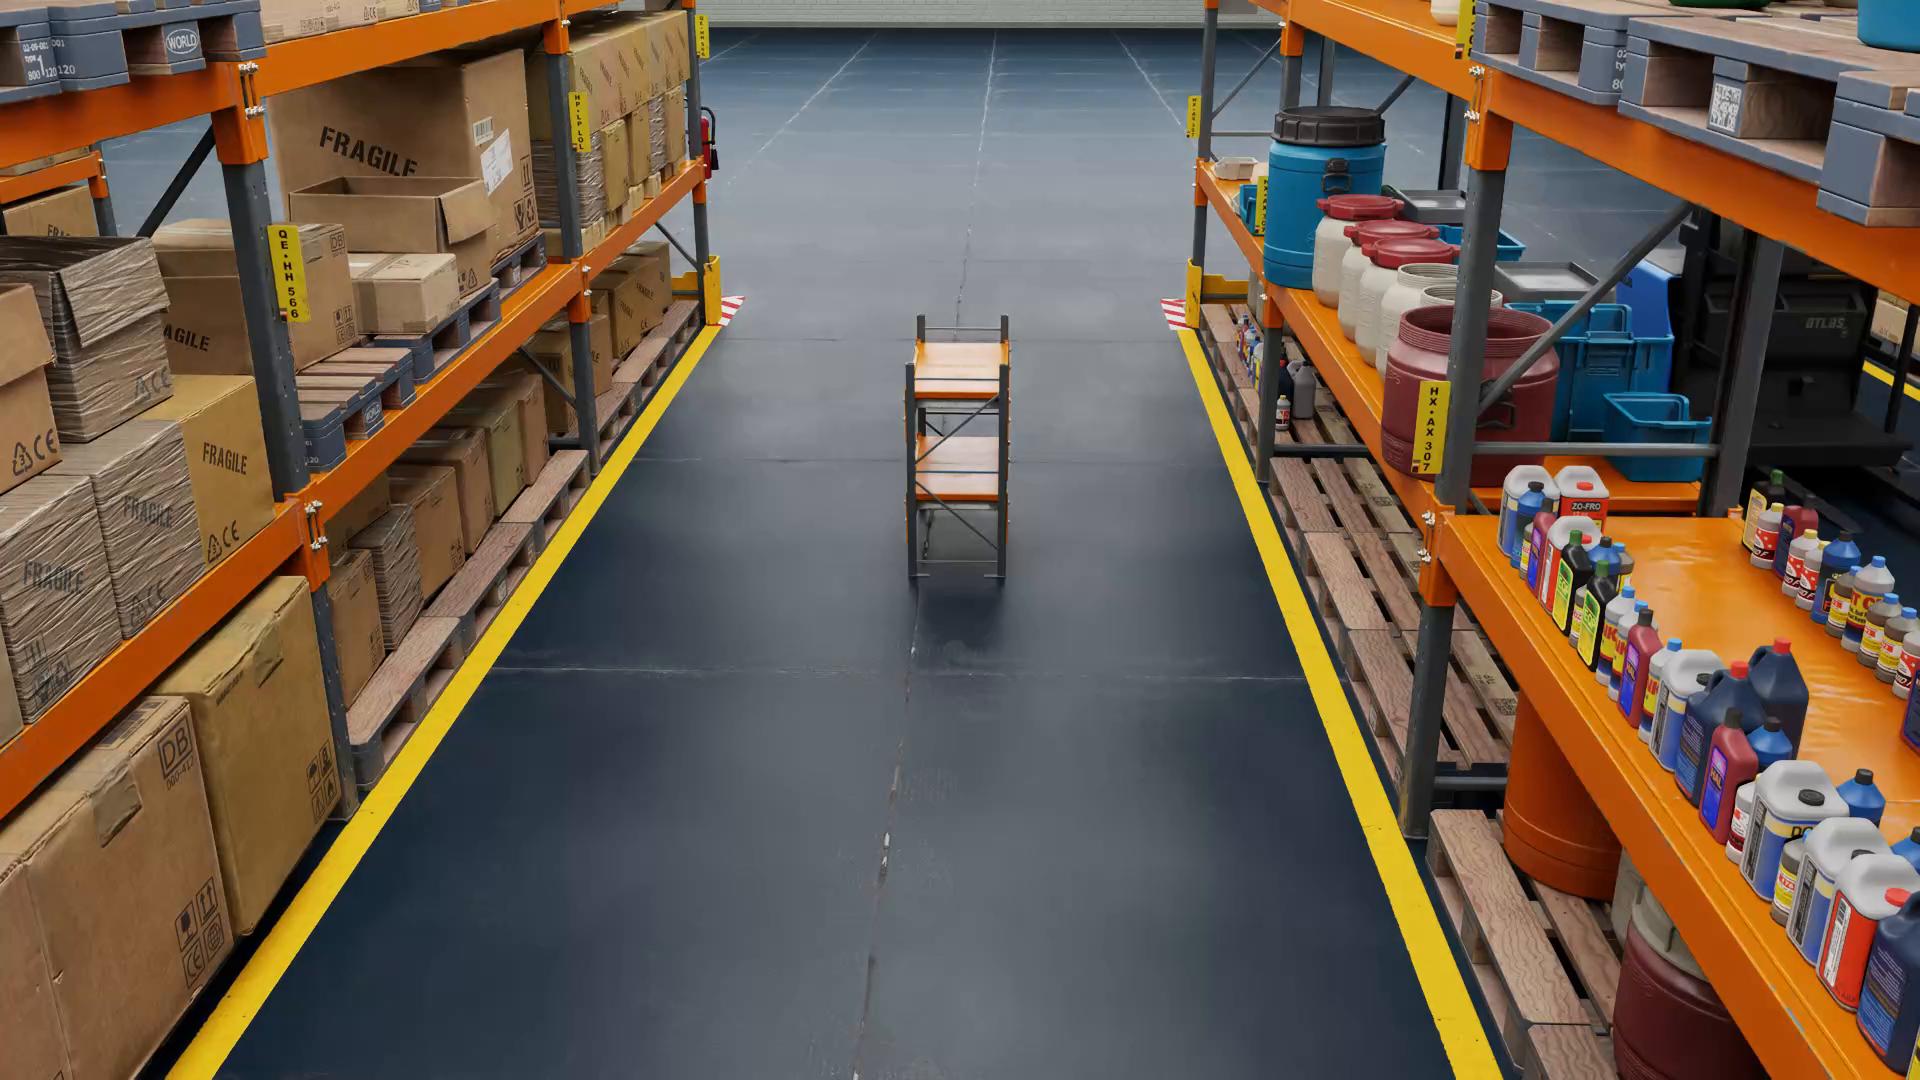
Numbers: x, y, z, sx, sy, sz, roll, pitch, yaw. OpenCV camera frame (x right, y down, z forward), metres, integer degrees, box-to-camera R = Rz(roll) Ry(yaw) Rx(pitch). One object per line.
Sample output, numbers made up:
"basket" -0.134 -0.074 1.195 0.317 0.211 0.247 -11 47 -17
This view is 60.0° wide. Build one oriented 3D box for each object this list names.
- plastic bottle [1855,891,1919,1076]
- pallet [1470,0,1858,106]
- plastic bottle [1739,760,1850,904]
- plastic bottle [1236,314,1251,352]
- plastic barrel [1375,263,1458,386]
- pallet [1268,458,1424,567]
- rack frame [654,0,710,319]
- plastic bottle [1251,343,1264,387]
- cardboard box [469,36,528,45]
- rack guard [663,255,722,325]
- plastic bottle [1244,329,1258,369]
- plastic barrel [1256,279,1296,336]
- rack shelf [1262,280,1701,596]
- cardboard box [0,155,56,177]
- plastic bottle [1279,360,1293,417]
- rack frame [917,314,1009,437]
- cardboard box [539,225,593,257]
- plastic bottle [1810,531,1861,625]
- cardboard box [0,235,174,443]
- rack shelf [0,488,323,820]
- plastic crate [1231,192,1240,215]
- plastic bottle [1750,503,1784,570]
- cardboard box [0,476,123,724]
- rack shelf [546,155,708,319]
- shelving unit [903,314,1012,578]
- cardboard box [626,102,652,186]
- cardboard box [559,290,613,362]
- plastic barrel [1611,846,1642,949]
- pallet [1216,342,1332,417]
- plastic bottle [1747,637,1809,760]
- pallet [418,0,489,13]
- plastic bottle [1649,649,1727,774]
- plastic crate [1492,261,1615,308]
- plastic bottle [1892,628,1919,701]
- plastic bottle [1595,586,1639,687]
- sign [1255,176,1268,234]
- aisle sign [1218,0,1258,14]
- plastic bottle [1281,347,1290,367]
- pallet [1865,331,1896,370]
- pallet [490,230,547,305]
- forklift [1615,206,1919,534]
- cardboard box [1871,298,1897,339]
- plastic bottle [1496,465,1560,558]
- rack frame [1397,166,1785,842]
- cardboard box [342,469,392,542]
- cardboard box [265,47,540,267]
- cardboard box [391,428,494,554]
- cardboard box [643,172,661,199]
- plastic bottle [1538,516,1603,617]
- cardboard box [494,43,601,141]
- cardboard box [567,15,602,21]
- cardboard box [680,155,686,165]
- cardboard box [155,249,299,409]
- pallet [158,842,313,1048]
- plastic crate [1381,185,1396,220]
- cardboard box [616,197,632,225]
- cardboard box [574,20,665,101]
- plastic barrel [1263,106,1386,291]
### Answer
"plastic bottle" 1.731 0.766 2.977 0.144 0.351 0.185 1 21 2
"pallet" 2.026 -1.336 4.439 1.003 0.211 1.213 1 21 2
"plastic bottle" 1.751 0.610 3.481 0.152 0.276 0.135 1 21 2
"plastic bottle" 2.023 -1.475 11.846 0.097 0.271 0.097 0 21 0
"plastic barrel" 1.977 -0.880 6.995 0.421 0.512 0.421 0 21 0
"pallet" 2.283 -0.163 9.157 1.003 0.211 1.213 1 21 2
"rack frame" -2.561 -3.248 13.253 1.000 3.000 0.127 1 21 2
"plastic bottle" 2.024 -1.163 11.038 0.152 0.276 0.135 1 21 3
"cardboard box" -2.930 -2.800 10.166 0.500 0.500 0.500 1 21 2
"rack guard" -2.563 -2.055 13.634 1.175 0.500 0.348 1 21 2
"plastic bottle" 2.010 -1.314 11.433 0.097 0.271 0.097 0 21 0
"plastic barrel" 2.431 -1.809 12.404 0.421 0.512 0.421 0 21 0
"rack shelf" 2.207 -0.689 7.652 1.077 0.370 4.000 1 21 2
"cardboard box" -7.476 -3.075 12.601 0.875 0.550 0.550 1 21 2
"plastic bottle" 2.000 -0.953 10.393 0.144 0.351 0.185 0 21 0
"rack frame" 0.015 -0.706 9.293 0.500 1.125 0.032 1 21 2
"cardboard box" -2.375 -1.759 9.763 0.380 0.149 0.250 1 21 2
"plastic bottle" 2.526 0.105 4.789 0.097 0.271 0.097 0 21 0
"cardboard box" -2.843 -0.606 4.918 0.797 0.503 0.637 1 21 3
"rack shelf" -2.865 0.703 4.065 1.077 0.370 4.000 1 21 2
"plastic crate" 2.064 -2.214 10.953 0.530 0.136 0.437 1 21 2
"plastic bottle" 2.539 -0.016 5.198 0.097 0.201 0.097 0 21 0
"cardboard box" -2.605 0.147 4.365 0.500 0.500 0.500 0 21 0
"rack shelf" -2.622 -2.189 11.520 1.077 0.370 4.000 1 21 2
"shelving unit" 0.000 -0.522 8.819 0.538 1.125 1.048 1 21 2
"cardboard box" -2.586 -2.692 11.270 0.875 0.500 0.500 1 21 2
"cardboard box" -2.680 -1.409 11.388 0.500 0.500 0.500 -1 21 -3
"plastic barrel" 2.221 1.045 5.047 0.421 0.512 0.421 0 21 0
"pallet" 2.365 -1.132 11.654 1.003 0.211 1.213 1 21 2
"plastic bottle" 1.915 0.387 3.953 0.144 0.351 0.185 1 21 2
"pallet" -2.836 -2.516 7.478 1.213 0.211 1.003 1 21 2
"plastic bottle" 1.768 0.411 3.994 0.152 0.276 0.135 1 21 2
"plastic crate" 2.502 -0.912 7.143 0.402 0.464 0.583 1 21 2
"plastic bottle" 2.511 0.314 4.348 0.097 0.201 0.097 0 21 0
"plastic bottle" 1.754 0.253 4.409 0.097 0.271 0.097 0 21 0
"sign" 1.719 -1.886 9.361 0.100 0.325 0.005 1 21 2
"aisle sign" 2.099 -4.435 12.718 0.394 0.787 0.004 1 21 2
"plastic bottle" 2.119 -1.116 10.906 0.061 0.283 0.133 1 21 2
"pallet" 7.359 -1.561 12.759 1.003 0.211 1.213 1 21 2
"pallet" -2.851 -1.438 8.852 1.003 0.211 1.213 1 21 2
"forklift" 4.880 -1.744 9.473 1.130 2.935 3.031 0 21 -1
"cardboard box" 7.091 -1.679 12.431 0.500 0.250 0.500 1 21 2
"plastic bottle" 1.810 -0.090 5.286 0.152 0.276 0.135 1 21 2
"rack frame" 2.147 -0.301 5.658 1.000 3.000 0.127 1 21 2
"cardboard box" -2.808 -0.179 7.155 0.500 0.250 0.500 3 21 8
"cardboard box" -2.847 -1.991 8.605 1.000 1.000 1.000 1 21 2
"cardboard box" -2.773 -0.245 8.361 0.700 0.500 0.500 -1 21 -3
"cardboard box" -2.304 -2.482 11.626 0.380 0.149 0.250 1 21 2
"plastic bottle" 1.796 0.077 4.855 0.152 0.276 0.135 1 21 2
"cardboard box" -2.415 -2.613 9.685 0.500 0.500 0.500 1 21 2
"cardboard box" -2.872 -3.523 12.030 0.500 0.500 0.500 1 21 2
"cardboard box" -2.363 -3.026 13.027 0.380 0.149 0.250 1 21 2
"cardboard box" -2.828 -0.794 6.209 0.500 0.500 0.500 -2 21 -5
"pallet" -2.903 1.229 5.570 1.003 0.211 1.213 1 21 2
"plastic crate" 2.411 -1.906 9.881 0.767 0.338 0.504 1 21 2
"cardboard box" -2.328 -2.120 10.694 0.380 0.149 0.250 1 21 2
"cardboard box" -2.358 -3.336 11.549 0.500 0.500 0.500 1 21 2
"plastic barrel" 1.954 -1.845 8.943 0.600 0.901 0.708 1 21 2
